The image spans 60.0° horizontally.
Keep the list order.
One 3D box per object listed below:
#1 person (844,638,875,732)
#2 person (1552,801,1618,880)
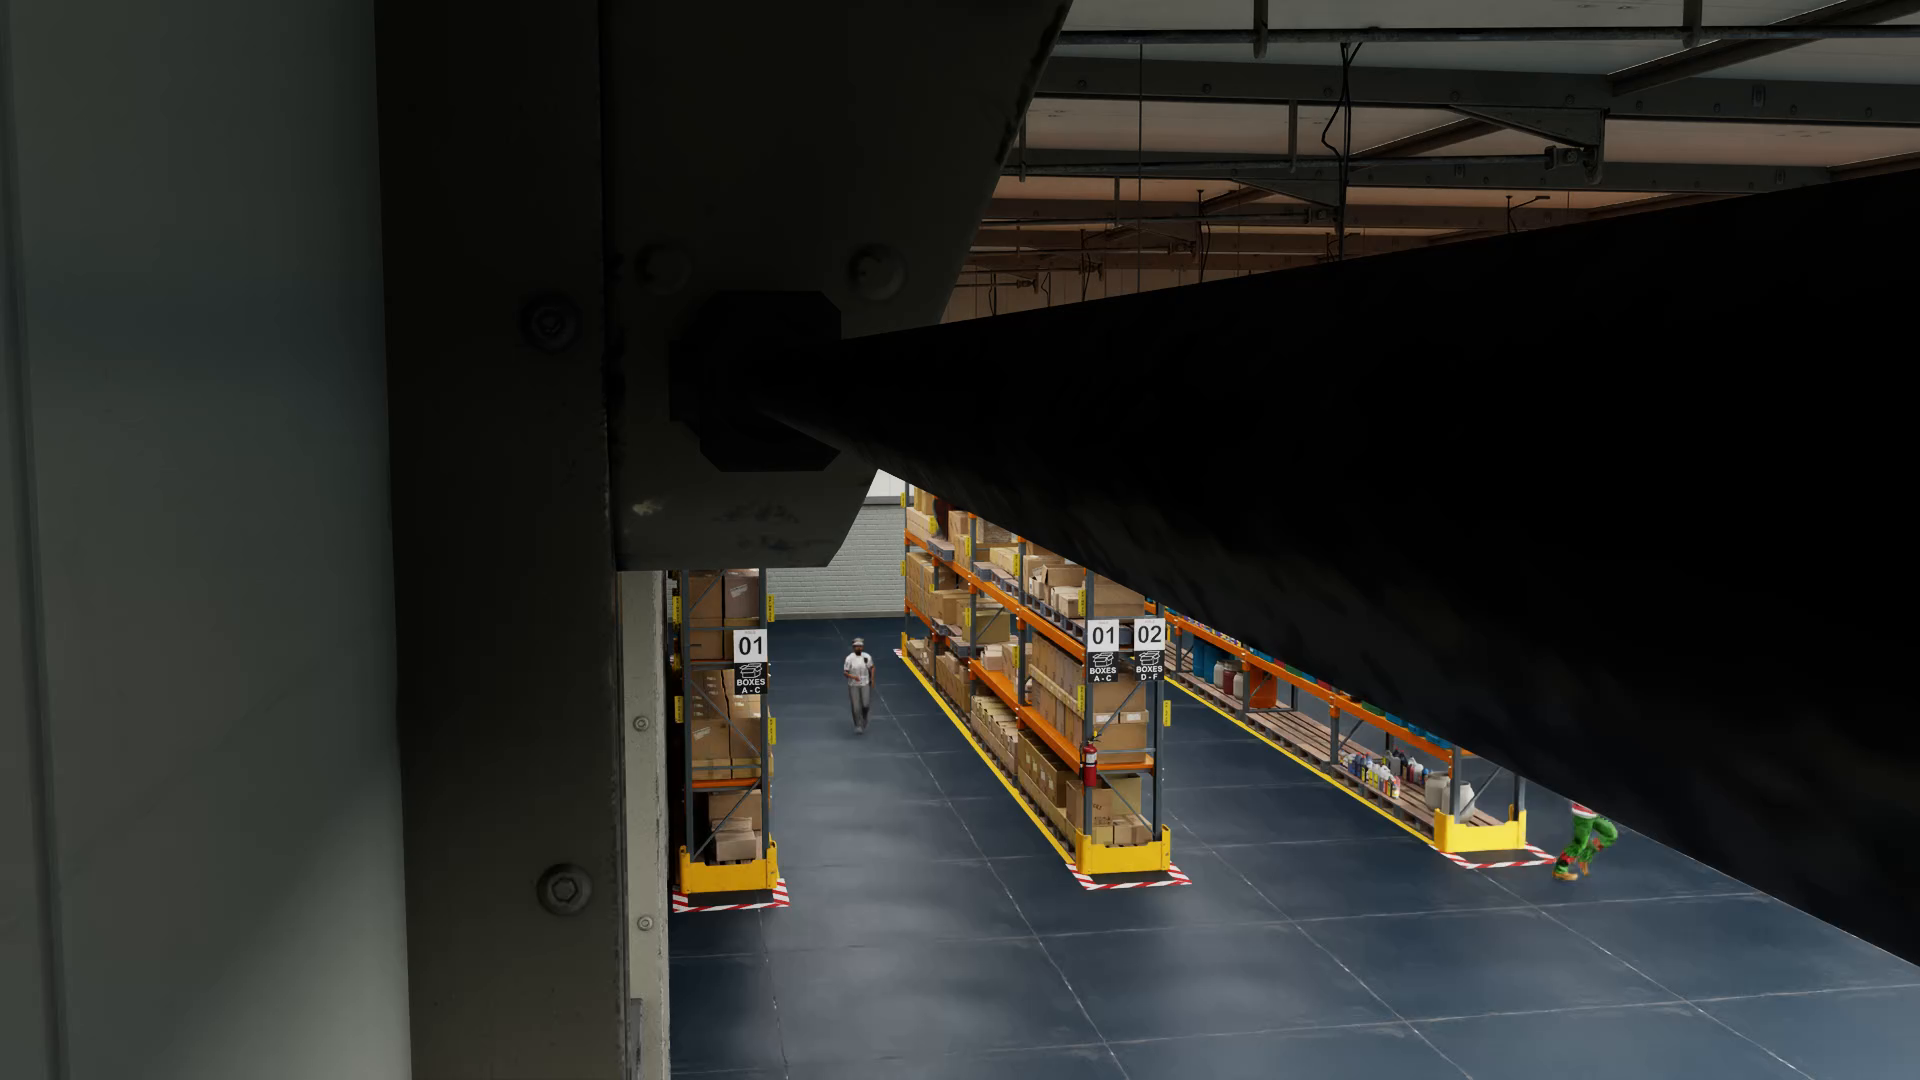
[{"bbox_3d":[-1.728,2.520,28.797,0.561,1.662,0.562,-1,6,-9],"label":"person"},{"bbox_3d":[7.730,3.351,20.354,0.863,1.698,0.642,3,7,27],"label":"person"}]
